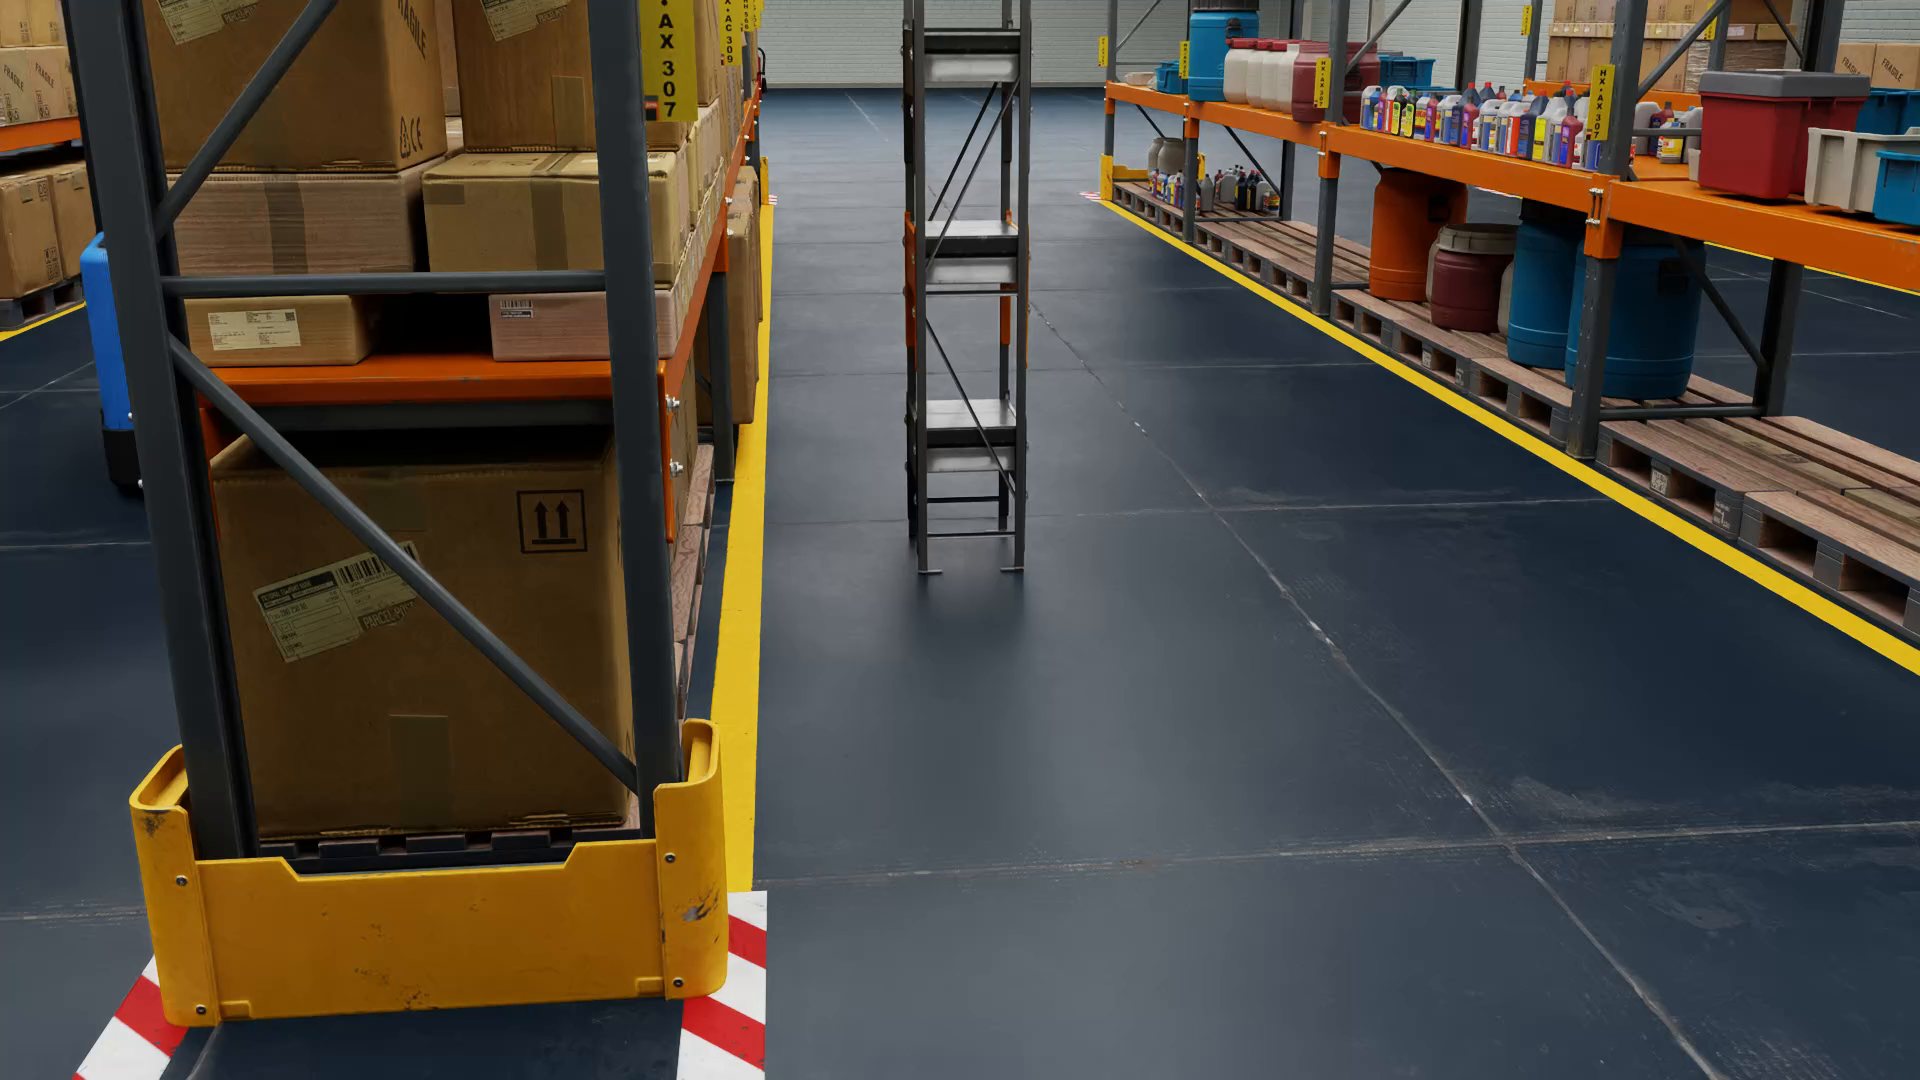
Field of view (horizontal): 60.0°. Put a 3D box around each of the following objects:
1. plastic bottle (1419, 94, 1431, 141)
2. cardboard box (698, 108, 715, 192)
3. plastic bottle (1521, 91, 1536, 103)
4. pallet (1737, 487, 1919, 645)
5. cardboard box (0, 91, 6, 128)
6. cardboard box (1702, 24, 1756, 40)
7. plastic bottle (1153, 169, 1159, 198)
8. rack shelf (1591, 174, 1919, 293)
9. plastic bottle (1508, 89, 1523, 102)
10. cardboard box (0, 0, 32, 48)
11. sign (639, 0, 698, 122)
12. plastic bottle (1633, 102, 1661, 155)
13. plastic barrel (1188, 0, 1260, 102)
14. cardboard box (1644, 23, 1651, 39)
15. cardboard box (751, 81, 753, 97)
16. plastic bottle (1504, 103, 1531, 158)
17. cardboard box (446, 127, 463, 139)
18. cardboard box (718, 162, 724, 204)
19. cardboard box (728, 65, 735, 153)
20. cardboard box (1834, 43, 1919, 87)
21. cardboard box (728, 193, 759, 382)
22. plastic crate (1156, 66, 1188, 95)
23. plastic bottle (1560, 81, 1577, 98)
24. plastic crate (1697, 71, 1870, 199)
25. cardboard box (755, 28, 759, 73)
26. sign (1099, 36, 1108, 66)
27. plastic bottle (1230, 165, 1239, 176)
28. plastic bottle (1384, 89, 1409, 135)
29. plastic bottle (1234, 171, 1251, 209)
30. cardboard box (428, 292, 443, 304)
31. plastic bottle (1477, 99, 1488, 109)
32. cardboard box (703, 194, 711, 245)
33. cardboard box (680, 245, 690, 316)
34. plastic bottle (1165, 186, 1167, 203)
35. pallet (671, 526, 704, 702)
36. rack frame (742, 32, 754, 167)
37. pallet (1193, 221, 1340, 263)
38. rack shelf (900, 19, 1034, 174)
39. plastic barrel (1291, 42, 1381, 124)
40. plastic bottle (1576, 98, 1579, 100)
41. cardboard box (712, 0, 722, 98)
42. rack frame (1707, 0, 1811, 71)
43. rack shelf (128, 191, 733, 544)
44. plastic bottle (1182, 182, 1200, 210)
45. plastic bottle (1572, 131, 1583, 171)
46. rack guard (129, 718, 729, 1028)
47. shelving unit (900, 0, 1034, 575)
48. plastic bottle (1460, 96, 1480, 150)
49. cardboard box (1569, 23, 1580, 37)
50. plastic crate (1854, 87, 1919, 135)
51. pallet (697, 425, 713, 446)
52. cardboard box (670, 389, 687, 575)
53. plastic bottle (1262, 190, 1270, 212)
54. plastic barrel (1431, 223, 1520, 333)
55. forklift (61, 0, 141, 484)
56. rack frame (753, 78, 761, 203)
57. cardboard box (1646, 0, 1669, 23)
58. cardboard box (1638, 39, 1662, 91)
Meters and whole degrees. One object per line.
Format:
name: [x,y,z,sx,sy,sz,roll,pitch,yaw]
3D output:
plastic bottle: [2.798,-2.519,9.907,0.097,0.271,0.097,0,17,0]
cardboard box: [-1.104,-1.326,5.646,0.500,0.250,0.500,-1,17,-5]
plastic bottle: [3.519,-2.641,10.298,0.097,0.271,0.097,0,17,0]
pallet: [3.651,0.074,6.087,1.003,0.211,1.213,-2,18,-6]
cardboard box: [-6.653,-2.944,10.878,0.500,0.500,0.500,-2,17,-5]
cardboard box: [7.269,-4.805,15.725,0.380,0.149,0.250,-2,18,-6]
plastic bottle: [2.052,-3.709,17.285,0.061,0.283,0.133,-1,17,-5]
rack shelf: [3.614,-0.899,5.734,1.077,0.370,4.000,-2,18,-6]
plastic bottle: [3.499,-2.699,10.482,0.097,0.271,0.097,0,17,0]
cardboard box: [-7.020,-3.716,11.669,0.700,0.500,0.500,-2,18,-6]
sign: [-0.554,-0.960,3.148,0.100,0.325,0.005,-2,18,-6]
plastic bottle: [3.644,-2.204,8.898,0.152,0.276,0.135,-2,18,-6]
plastic barrel: [2.321,-4.336,14.645,0.600,0.901,0.708,-2,18,-6]
cardboard box: [7.139,-5.183,16.930,0.380,0.149,0.250,-1,17,-4]
cardboard box: [-2.080,-4.097,15.139,0.380,0.149,0.250,-2,18,-6]
plastic bottle: [2.956,-2.145,8.710,0.152,0.276,0.135,-2,18,-6]
cardboard box: [-1.525,-1.003,4.617,0.500,0.250,0.500,-2,18,-8]
cardboard box: [-1.135,-1.408,6.572,0.380,0.149,0.250,-1,17,-5]
cardboard box: [-1.480,-2.330,8.925,0.500,0.500,0.500,-1,17,-5]
cardboard box: [7.679,-3.886,13.879,0.500,0.500,0.500,-2,18,-6]
cardboard box: [-1.698,-1.328,8.745,1.225,0.875,0.875,-2,18,-8]
plastic crate: [2.198,-4.472,16.162,0.499,0.251,0.616,-2,18,-6]
plastic bottle: [3.554,-2.510,9.746,0.144,0.351,0.185,-2,18,-6]
plastic crate: [3.250,-1.624,6.634,0.402,0.464,0.583,-2,18,-6]
cardboard box: [-2.556,-5.140,17.378,0.875,0.500,0.500,-2,18,-6]
sign: [1.622,-5.530,18.821,0.100,0.325,0.005,-2,18,-6]
plastic bottle: [2.830,-3.659,17.013,0.144,0.351,0.185,-1,17,-3]
plastic bottle: [2.766,-2.694,10.457,0.152,0.276,0.135,-2,18,-6]
plastic bottle: [2.769,-3.417,16.240,0.144,0.351,0.185,-2,18,-6]
cardboard box: [-1.549,-0.696,4.307,0.380,0.149,0.250,-1,17,-5]
plastic bottle: [2.926,-2.328,9.299,0.097,0.271,0.097,0,17,0]
cardboard box: [-1.003,-1.026,5.356,0.380,0.149,0.250,-1,17,-5]
cardboard box: [-0.869,-0.642,4.134,0.380,0.149,0.250,-2,18,-7]
plastic bottle: [2.124,-3.516,16.805,0.097,0.201,0.097,0,17,0]
pallet: [-1.389,0.239,5.565,1.003,0.211,1.213,-2,18,-6]
rack frame: [-2.344,-4.069,14.629,1.000,3.000,0.127,-2,18,-6]
pallet: [2.702,-2.658,14.792,1.003,0.211,1.213,-2,18,-6]
rack shelf: [0.017,-1.607,6.000,0.431,0.518,0.480,-2,18,-6]
plastic barrel: [2.646,-3.224,11.710,0.600,0.536,0.708,-2,18,-6]
plastic bottle: [3.471,-2.360,9.402,0.097,0.271,0.097,0,17,0]
cardboard box: [-1.205,-1.985,6.492,0.500,0.500,0.500,-1,17,-4]
rack frame: [7.510,-4.374,15.600,1.000,3.000,0.127,-2,18,-6]
rack shelf: [-1.312,-0.746,5.247,1.077,0.370,4.000,-2,18,-6]
plastic bottle: [2.230,-3.351,16.030,0.144,0.351,0.185,-2,18,-7]
plastic bottle: [3.006,-1.884,8.003,0.097,0.201,0.097,0,17,0]
rack guard: [-1.104,0.706,3.592,1.175,0.500,0.348,-2,18,-6]
shelving unit: [0.017,-0.952,6.205,0.431,2.100,0.503,-2,18,-6]
plastic bottle: [2.849,-2.326,9.272,0.061,0.283,0.133,-2,18,-6]
cardboard box: [6.978,-5.646,18.403,0.380,0.149,0.250,-2,18,-5]
plastic crate: [3.795,-1.731,7.108,0.392,0.384,0.575,-2,18,-6]
pallet: [-1.673,-0.582,8.179,1.003,0.211,1.213,-2,18,-6]
cardboard box: [-1.437,-0.405,5.804,0.875,0.875,0.875,-2,18,-6]
plastic bottle: [2.965,-3.265,16.008,0.097,0.201,0.097,0,17,0]
plastic barrel: [3.179,-1.598,10.084,0.600,0.588,0.708,-2,18,-6]
forklift: [-3.741,-2.040,8.281,1.130,2.935,3.031,-7,19,-21]
rack frame: [-2.756,-5.260,18.425,1.000,3.000,0.127,-2,18,-6]
cardboard box: [7.354,-5.472,16.766,0.700,0.500,0.500,-2,18,-6]
cardboard box: [7.349,-4.860,16.982,0.700,0.500,0.500,-2,17,-5]
